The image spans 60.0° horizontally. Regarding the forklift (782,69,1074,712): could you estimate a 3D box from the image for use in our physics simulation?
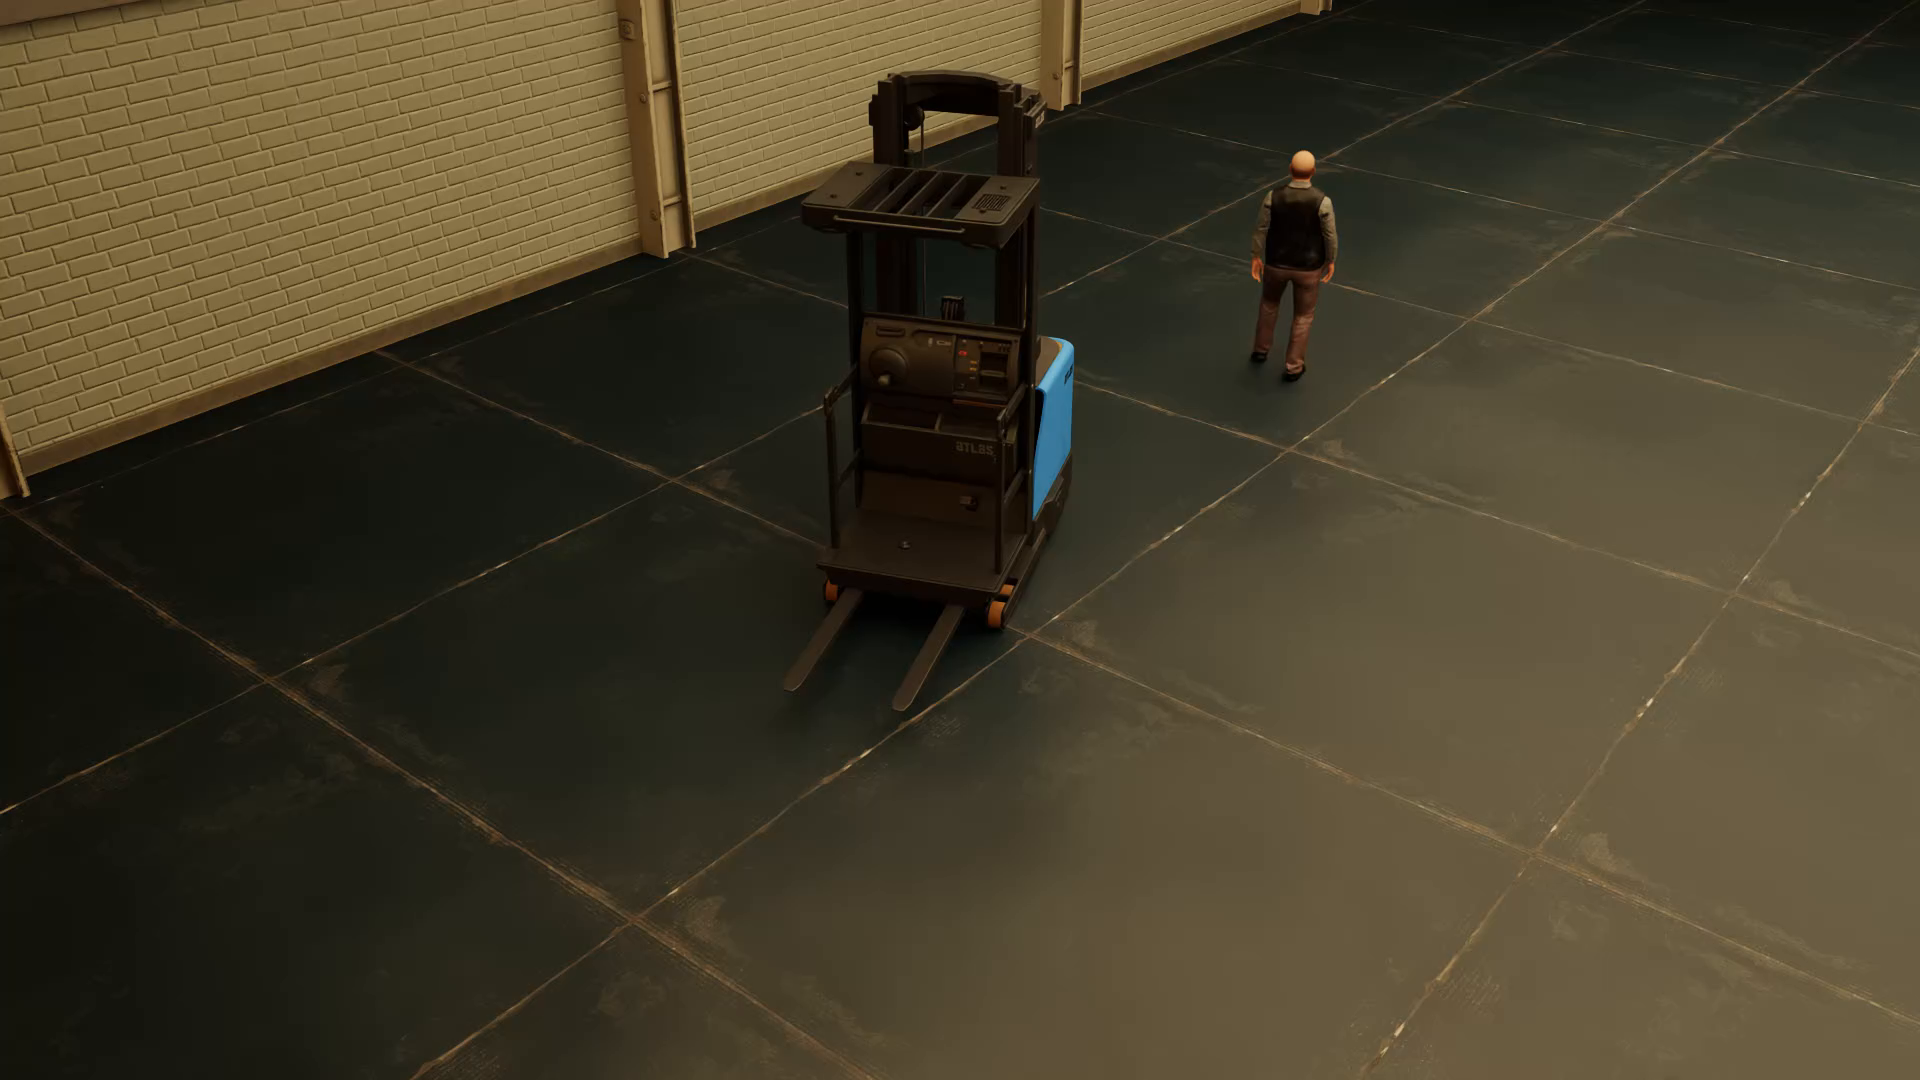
[{"bbox_3d":[-0.176,-0.972,9.258,1.130,2.935,3.031,9,31,14],"label":"forklift"}]

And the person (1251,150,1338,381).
[{"bbox_3d":[2.489,-2.042,12.362,0.621,1.763,0.535,11,32,19],"label":"person"}]
